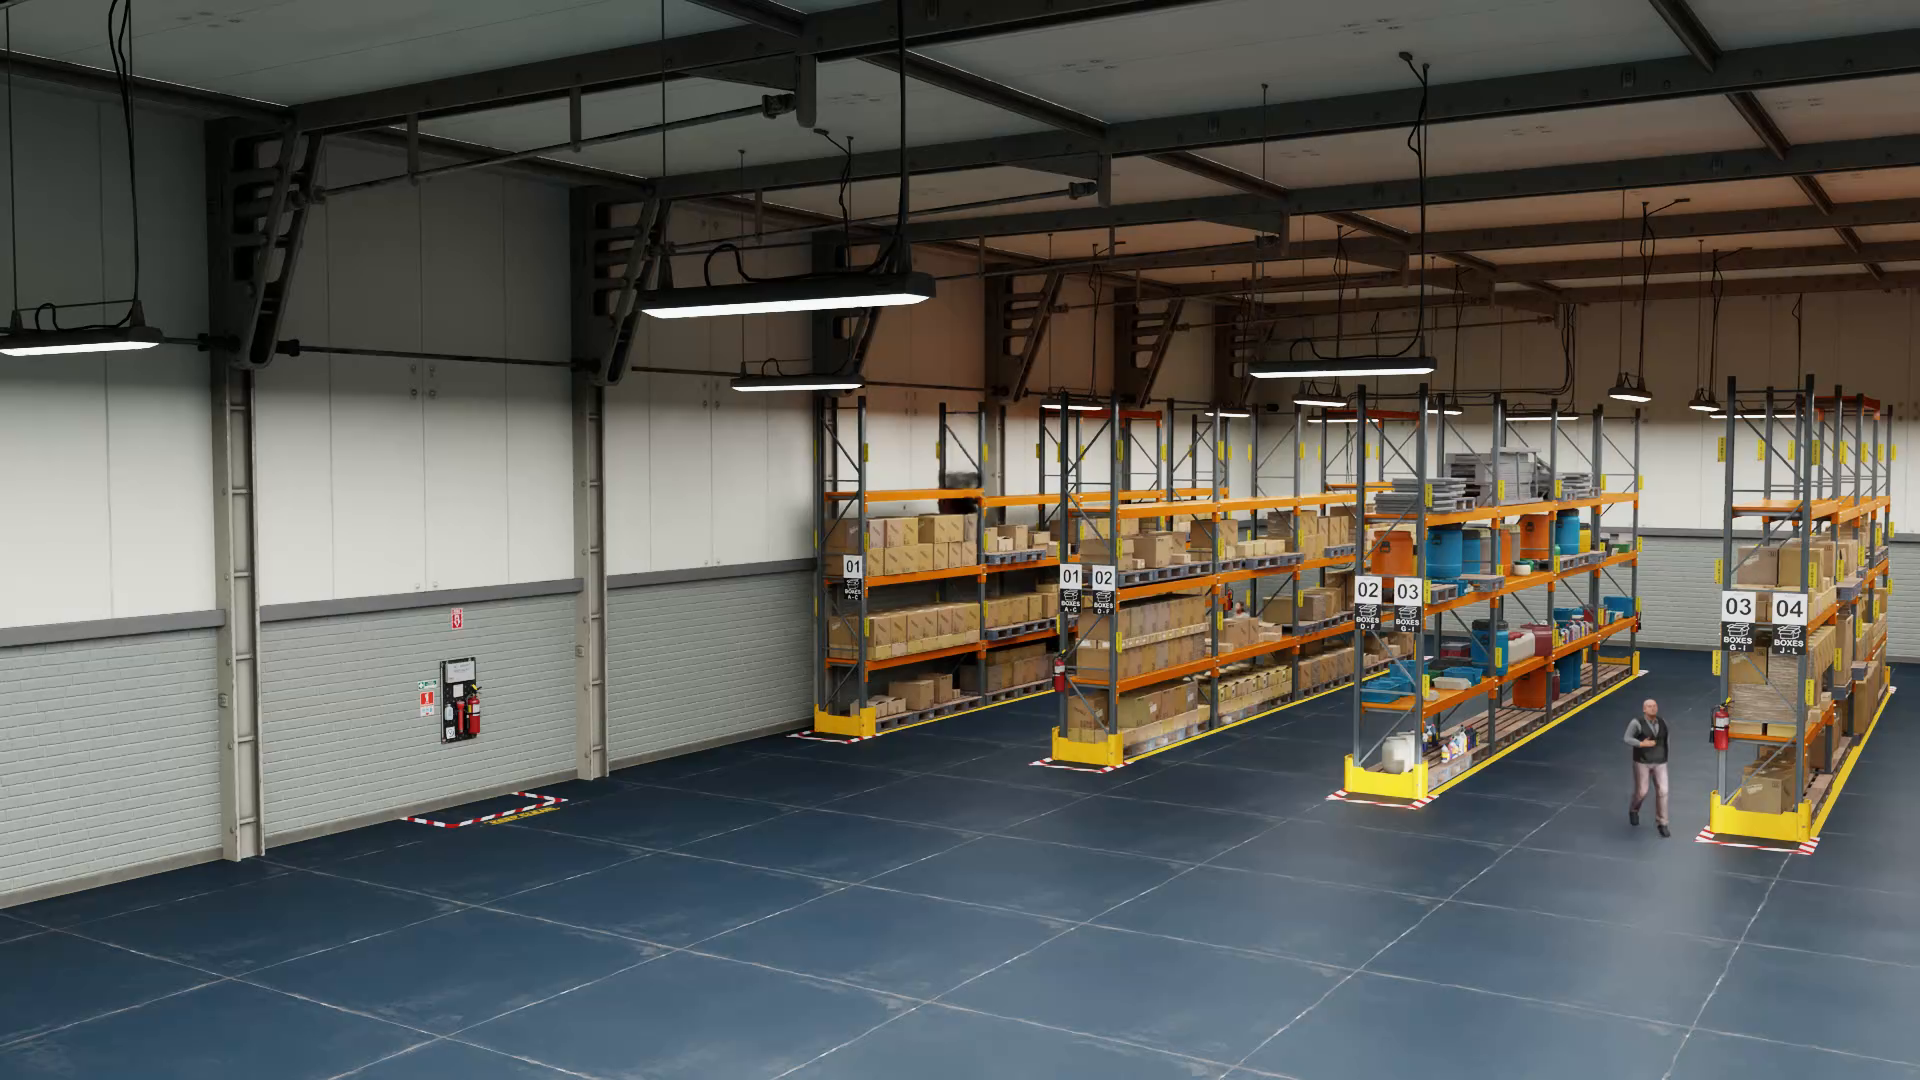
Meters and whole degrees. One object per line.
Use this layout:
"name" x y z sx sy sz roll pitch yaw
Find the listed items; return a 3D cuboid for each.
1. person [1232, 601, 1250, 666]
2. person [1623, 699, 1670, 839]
"person" 6.303 2.199 37.235 0.559 1.676 0.864 2 4 40
"person" 9.087 2.921 21.948 0.665 1.643 0.782 0 3 3
